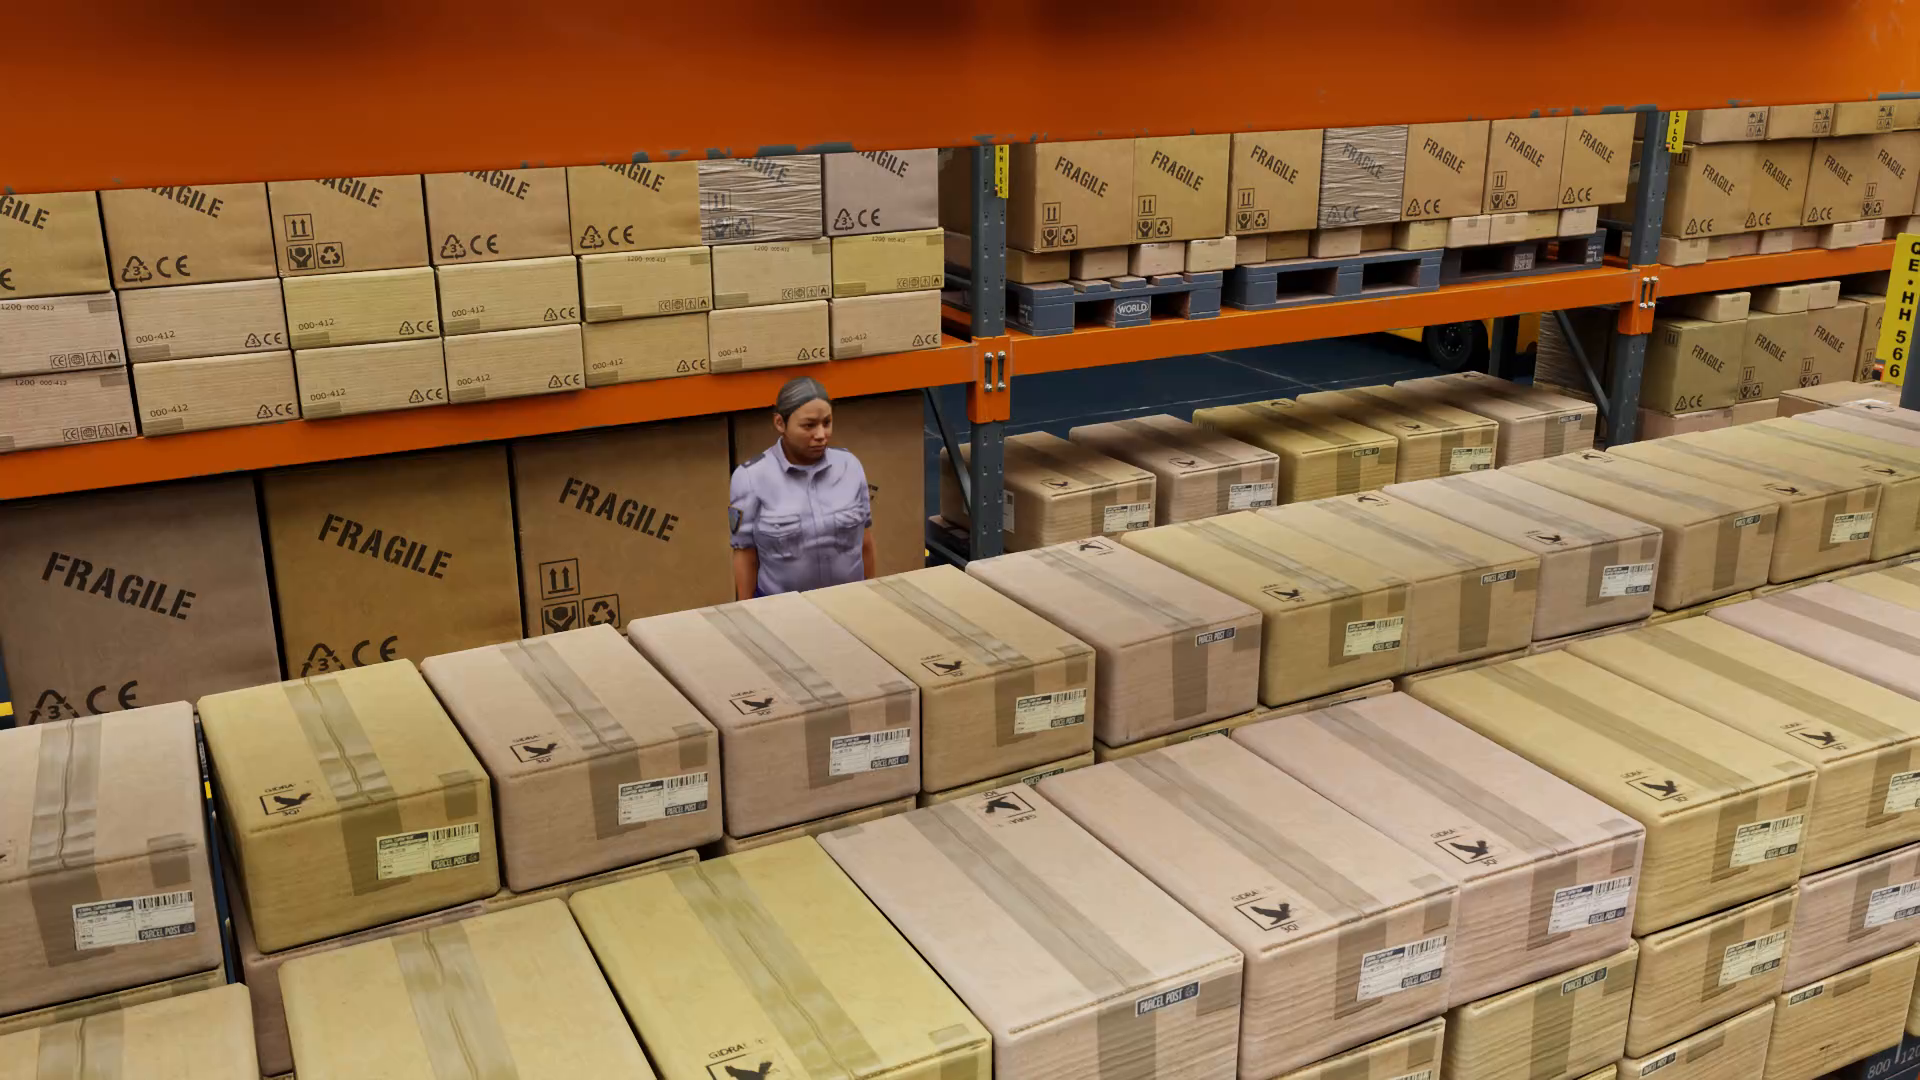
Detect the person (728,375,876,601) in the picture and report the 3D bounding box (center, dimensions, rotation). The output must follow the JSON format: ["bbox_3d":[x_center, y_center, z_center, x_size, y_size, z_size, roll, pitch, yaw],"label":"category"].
[{"bbox_3d":[-0.469,0.291,5.238,0.470,1.650,0.342,-9,21,-26],"label":"person"}]
